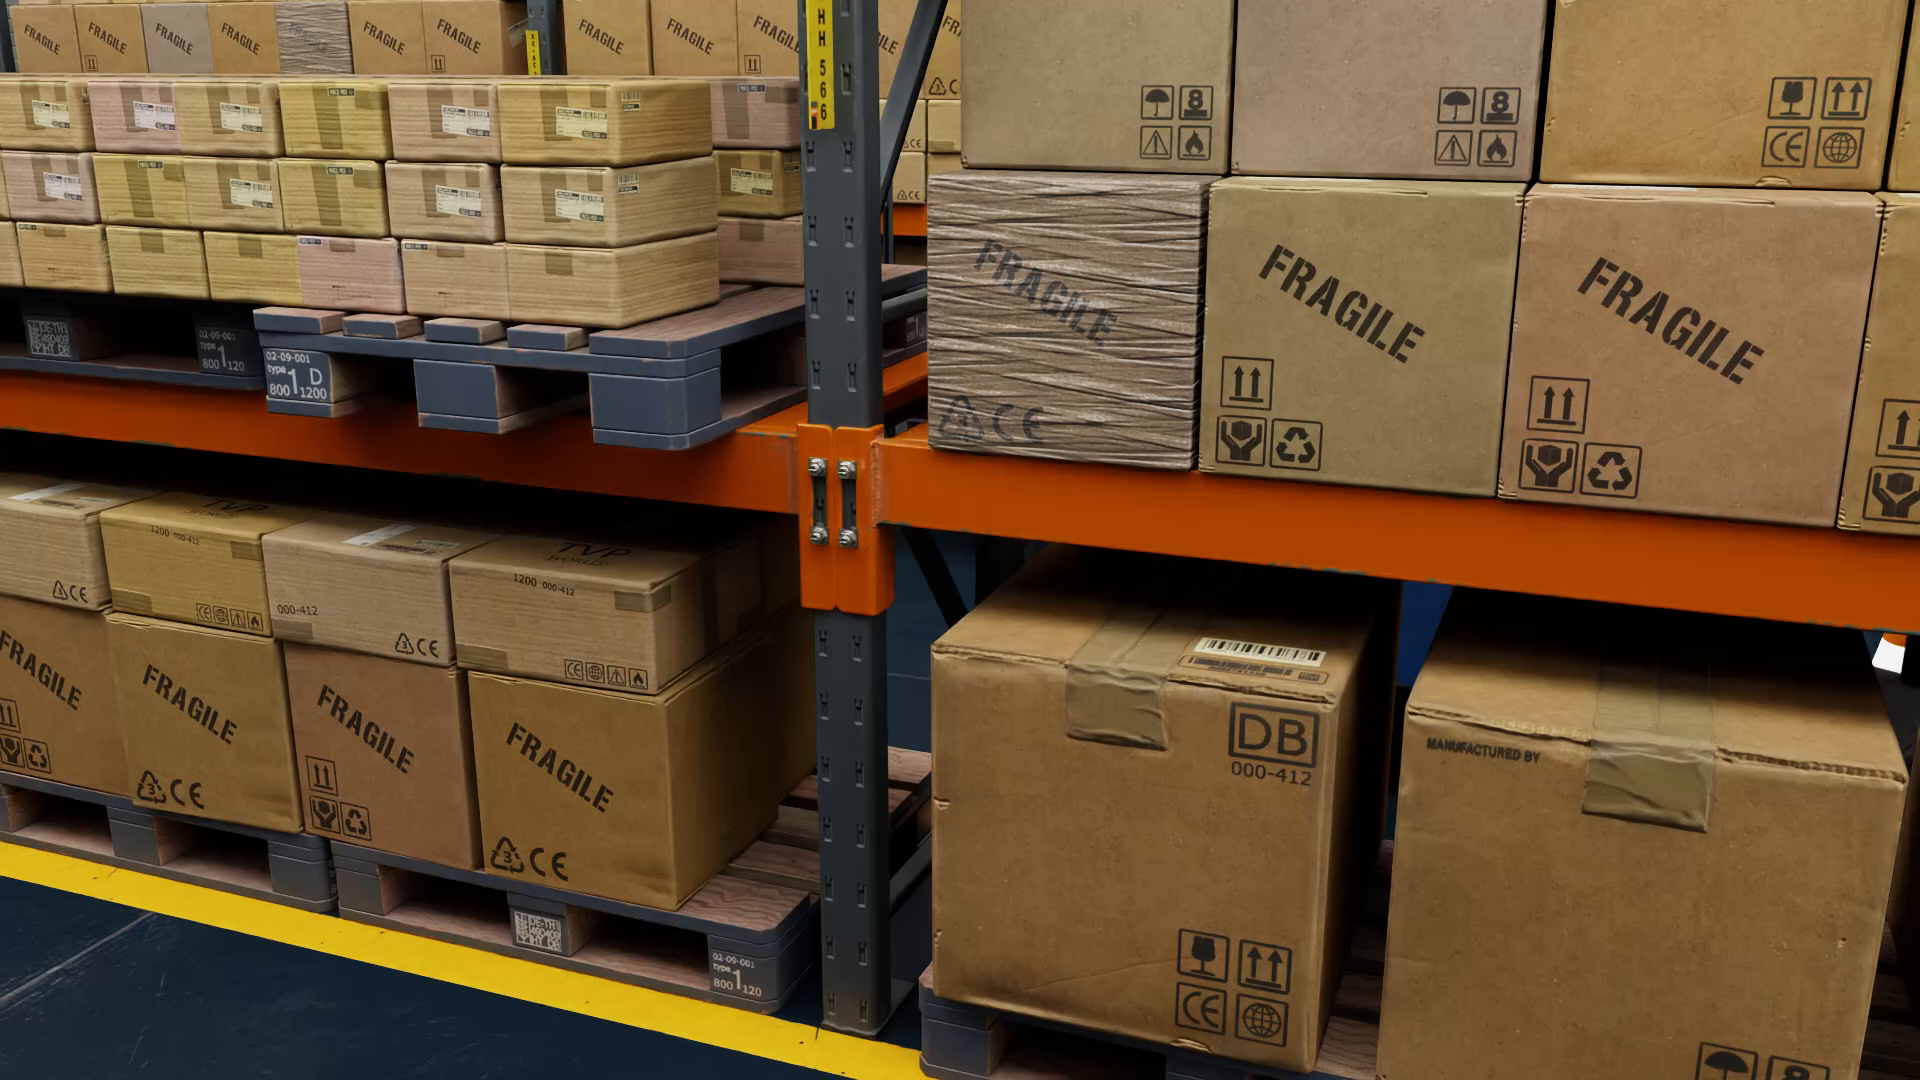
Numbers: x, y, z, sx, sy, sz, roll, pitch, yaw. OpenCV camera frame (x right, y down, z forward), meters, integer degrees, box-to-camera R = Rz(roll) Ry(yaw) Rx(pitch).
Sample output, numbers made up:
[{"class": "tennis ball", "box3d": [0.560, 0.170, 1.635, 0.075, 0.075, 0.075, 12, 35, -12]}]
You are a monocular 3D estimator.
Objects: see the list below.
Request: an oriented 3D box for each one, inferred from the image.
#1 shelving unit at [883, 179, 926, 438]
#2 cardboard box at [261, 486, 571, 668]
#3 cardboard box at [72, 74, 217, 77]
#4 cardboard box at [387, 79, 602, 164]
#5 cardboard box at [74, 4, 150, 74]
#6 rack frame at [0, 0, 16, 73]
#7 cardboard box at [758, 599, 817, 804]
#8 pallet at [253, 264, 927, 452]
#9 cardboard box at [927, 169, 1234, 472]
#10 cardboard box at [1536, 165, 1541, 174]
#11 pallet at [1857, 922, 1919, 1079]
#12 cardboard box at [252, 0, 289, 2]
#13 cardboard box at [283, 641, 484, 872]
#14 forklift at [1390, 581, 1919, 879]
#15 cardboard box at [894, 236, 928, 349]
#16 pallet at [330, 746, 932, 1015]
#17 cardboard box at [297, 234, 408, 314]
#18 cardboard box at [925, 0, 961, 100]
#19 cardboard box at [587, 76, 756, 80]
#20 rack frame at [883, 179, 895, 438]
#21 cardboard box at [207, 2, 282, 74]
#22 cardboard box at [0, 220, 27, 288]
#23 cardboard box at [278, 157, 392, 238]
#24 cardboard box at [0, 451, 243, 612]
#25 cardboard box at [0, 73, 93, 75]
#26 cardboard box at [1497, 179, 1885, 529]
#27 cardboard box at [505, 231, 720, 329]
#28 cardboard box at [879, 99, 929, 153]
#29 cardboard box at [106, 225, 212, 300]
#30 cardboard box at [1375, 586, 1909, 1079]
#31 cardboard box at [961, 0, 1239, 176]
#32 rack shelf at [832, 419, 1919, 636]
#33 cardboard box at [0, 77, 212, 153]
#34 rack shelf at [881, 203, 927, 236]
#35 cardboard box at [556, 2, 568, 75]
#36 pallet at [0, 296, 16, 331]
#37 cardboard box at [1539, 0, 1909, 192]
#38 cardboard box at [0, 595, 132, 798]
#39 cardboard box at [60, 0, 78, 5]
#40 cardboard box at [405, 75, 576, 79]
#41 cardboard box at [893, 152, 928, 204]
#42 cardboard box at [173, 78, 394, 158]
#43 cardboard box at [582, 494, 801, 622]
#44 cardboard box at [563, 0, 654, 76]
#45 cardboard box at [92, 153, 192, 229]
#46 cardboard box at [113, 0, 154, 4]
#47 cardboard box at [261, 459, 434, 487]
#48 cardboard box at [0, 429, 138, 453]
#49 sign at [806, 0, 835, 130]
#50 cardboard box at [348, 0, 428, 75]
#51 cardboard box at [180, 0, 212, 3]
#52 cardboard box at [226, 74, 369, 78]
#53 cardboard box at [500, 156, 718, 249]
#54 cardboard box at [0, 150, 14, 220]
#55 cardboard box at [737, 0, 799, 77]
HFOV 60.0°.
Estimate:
[{"class": "shelving unit", "box3d": [0.079, -0.712, 6.934, 1.048, 1.500, 0.538, 6, 17, 21]}, {"class": "cardboard box", "box3d": [-1.261, 0.073, 3.929, 0.500, 0.250, 0.500, 7, 17, 21]}, {"class": "cardboard box", "box3d": [-2.119, -1.167, 4.445, 0.250, 0.149, 0.380, 5, 17, 18]}, {"class": "cardboard box", "box3d": [-0.912, -0.840, 3.316, 0.250, 0.149, 0.380, 6, 17, 20]}, {"class": "cardboard box", "box3d": [-4.949, -2.982, 10.093, 0.500, 0.500, 0.500, 6, 17, 19]}, {"class": "rack frame", "box3d": [-5.775, -2.628, 10.845, 0.127, 3.000, 1.000, 6, 17, 21]}, {"class": "cardboard box", "box3d": [-0.619, 0.345, 4.336, 0.500, 0.500, 0.500, 6, 17, 18]}, {"class": "pallet", "box3d": [-0.757, -0.468, 3.751, 1.003, 0.211, 1.213, 6, 17, 21]}, {"class": "cardboard box", "box3d": [0.264, -0.447, 3.155, 0.500, 0.500, 0.500, 6, 17, 21]}, {"class": "cardboard box", "box3d": [0.926, -0.536, 3.459, 0.500, 0.500, 0.500, 6, 17, 21]}, {"class": "pallet", "box3d": [1.782, 1.049, 3.181, 1.213, 0.211, 1.003, 6, 17, 21]}, {"class": "cardboard box", "box3d": [-3.857, -3.176, 9.596, 0.250, 0.149, 0.380, 6, 17, 21]}, {"class": "cardboard box", "box3d": [-1.245, 0.430, 4.043, 0.500, 0.500, 0.500, 7, 18, 23]}, {"class": "forklift", "box3d": [2.053, -0.647, 4.146, 1.130, 2.935, 3.031, -12, 20, -36]}, {"class": "cardboard box", "box3d": [0.227, -1.175, 8.900, 0.875, 0.875, 0.875, 7, 17, 21]}, {"class": "pallet", "box3d": [-0.781, 0.743, 4.234, 1.213, 0.211, 1.003, 6, 17, 21]}, {"class": "cardboard box", "box3d": [-1.152, -0.580, 3.488, 0.250, 0.149, 0.380, 7, 17, 22]}, {"class": "cardboard box", "box3d": [0.151, -2.426, 8.176, 0.500, 0.500, 0.500, 6, 17, 21]}, {"class": "cardboard box", "box3d": [-0.665, -1.006, 3.890, 0.250, 0.149, 0.380, 6, 17, 19]}, {"class": "rack frame", "box3d": [-0.394, -0.764, 7.114, 0.032, 1.500, 0.500, 6, 17, 21]}, {"class": "cardboard box", "box3d": [-4.003, -2.881, 9.743, 0.500, 0.500, 0.500, 6, 17, 21]}, {"class": "cardboard box", "box3d": [-2.128, -0.687, 3.858, 0.250, 0.149, 0.380, 5, 17, 18]}, {"class": "cardboard box", "box3d": [-1.176, -0.725, 3.454, 0.250, 0.149, 0.380, 7, 17, 22]}, {"class": "cardboard box", "box3d": [-2.216, -0.035, 4.298, 0.500, 0.250, 0.500, 7, 18, 23]}, {"class": "cardboard box", "box3d": [-2.597, -1.220, 4.625, 0.250, 0.149, 0.380, 6, 17, 20]}, {"class": "cardboard box", "box3d": [1.207, -0.344, 2.800, 0.500, 0.500, 0.500, 6, 17, 21]}, {"class": "cardboard box", "box3d": [-0.682, -0.528, 3.308, 0.250, 0.149, 0.380, 7, 17, 22]}, {"class": "cardboard box", "box3d": [-0.322, -2.113, 8.443, 0.500, 0.250, 0.500, 6, 17, 19]}, {"class": "cardboard box", "box3d": [-1.634, -0.633, 3.672, 0.250, 0.149, 0.380, 5, 17, 18]}, {"class": "cardboard box", "box3d": [1.293, 0.538, 3.224, 0.750, 0.750, 1.050, 7, 17, 21]}, {"class": "cardboard box", "box3d": [0.359, -0.995, 3.248, 0.500, 0.500, 0.700, 6, 17, 20]}, {"class": "rack shelf", "box3d": [1.806, 0.035, 2.964, 4.000, 0.370, 1.077, 6, 17, 21]}, {"class": "cardboard box", "box3d": [-1.881, -0.946, 3.683, 0.250, 0.149, 0.380, 7, 18, 23]}, {"class": "rack shelf", "box3d": [-0.193, -1.669, 8.831, 4.000, 0.370, 1.077, 6, 17, 21]}, {"class": "cardboard box", "box3d": [-2.408, -2.858, 9.667, 0.500, 0.500, 0.500, 6, 17, 21]}, {"class": "pallet", "box3d": [-3.118, -0.716, 4.605, 1.213, 0.211, 1.003, 6, 17, 21]}, {"class": "cardboard box", "box3d": [1.308, -0.892, 2.892, 0.500, 0.500, 0.700, 6, 17, 20]}, {"class": "cardboard box", "box3d": [-2.201, 0.322, 4.413, 0.500, 0.500, 0.500, 7, 17, 22]}, {"class": "cardboard box", "box3d": [-5.276, -3.351, 10.200, 0.250, 0.149, 0.380, 7, 17, 22]}, {"class": "cardboard box", "box3d": [-1.137, -1.060, 4.075, 0.250, 0.149, 0.380, 6, 17, 18]}, {"class": "cardboard box", "box3d": [-0.327, -1.871, 8.506, 0.500, 0.250, 0.500, 6, 17, 20]}, {"class": "cardboard box", "box3d": [-1.405, -0.893, 3.499, 0.250, 0.149, 0.380, 7, 18, 22]}, {"class": "cardboard box", "box3d": [-0.607, -0.010, 4.213, 0.500, 0.250, 0.500, 5, 17, 18]}, {"class": "cardboard box", "box3d": [-1.750, -2.627, 8.871, 0.500, 0.500, 0.500, 6, 17, 21]}, {"class": "cardboard box", "box3d": [-1.639, -0.777, 3.632, 0.250, 0.149, 0.380, 6, 17, 20]}, {"class": "cardboard box", "box3d": [-4.825, -3.273, 9.930, 0.250, 0.149, 0.380, 6, 17, 19]}, {"class": "cardboard box", "box3d": [-1.535, -0.116, 4.578, 0.500, 0.250, 0.500, 6, 17, 21]}, {"class": "cardboard box", "box3d": [-2.517, -0.219, 4.934, 0.500, 0.250, 0.500, 7, 18, 23]}, {"class": "sign", "box3d": [-0.245, -0.892, 2.930, 0.005, 0.325, 0.100, 6, 17, 21]}, {"class": "cardboard box", "box3d": [-3.063, -2.778, 9.388, 0.500, 0.500, 0.500, 6, 17, 20]}, {"class": "cardboard box", "box3d": [-4.345, -3.223, 9.759, 0.250, 0.149, 0.380, 6, 17, 21]}, {"class": "cardboard box", "box3d": [-1.637, -1.114, 4.260, 0.250, 0.149, 0.380, 7, 18, 22]}, {"class": "cardboard box", "box3d": [-0.681, -0.672, 3.271, 0.250, 0.149, 0.380, 7, 17, 22]}, {"class": "cardboard box", "box3d": [-2.122, -0.829, 3.814, 0.250, 0.149, 0.380, 6, 17, 20]}, {"class": "cardboard box", "box3d": [-0.801, -2.530, 8.537, 0.500, 0.500, 0.500, 6, 17, 19]}]
